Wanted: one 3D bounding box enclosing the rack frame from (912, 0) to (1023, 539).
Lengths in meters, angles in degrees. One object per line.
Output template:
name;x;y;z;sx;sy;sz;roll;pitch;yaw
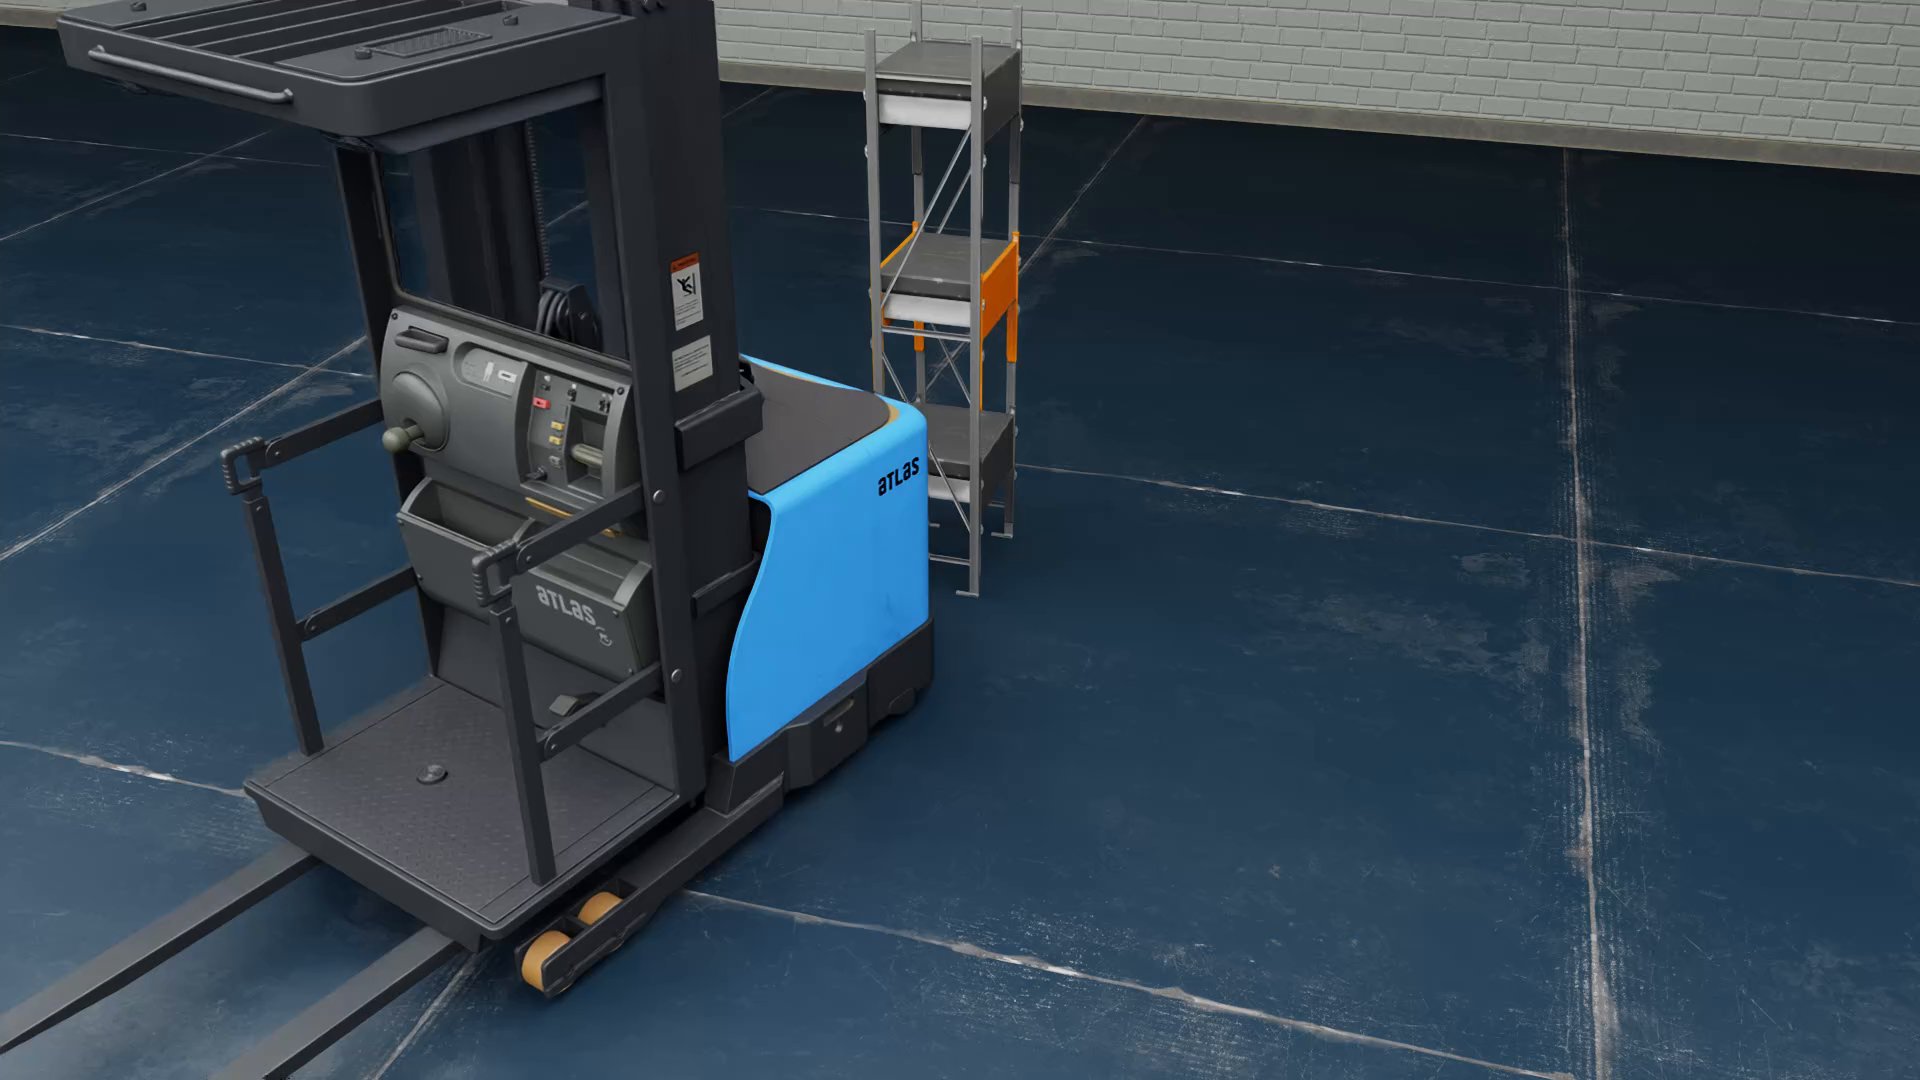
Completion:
rack frame;0.023;-0.954;6.305;0.400;2.100;0.015;8;30;15

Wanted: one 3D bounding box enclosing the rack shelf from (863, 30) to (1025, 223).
rack shelf;-0.049;-1.440;5.768;0.431;0.518;0.480;8;30;15

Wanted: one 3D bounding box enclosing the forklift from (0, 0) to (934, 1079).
forklift;-1.350;-0.313;4.297;1.130;2.935;3.031;19;34;30

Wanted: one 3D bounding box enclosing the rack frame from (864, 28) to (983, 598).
rack frame;-0.120;-0.727;5.897;0.400;2.100;0.015;8;30;15

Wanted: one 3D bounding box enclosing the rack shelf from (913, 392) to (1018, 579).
rack shelf;-0.049;-0.217;6.448;0.431;0.518;0.480;8;30;15

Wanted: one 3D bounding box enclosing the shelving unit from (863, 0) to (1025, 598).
shelving unit;-0.049;-0.841;6.101;0.431;2.100;0.503;8;30;15

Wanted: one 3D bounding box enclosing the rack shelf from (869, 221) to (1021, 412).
rack shelf;-0.049;-0.829;6.108;0.431;0.518;0.480;8;30;15
